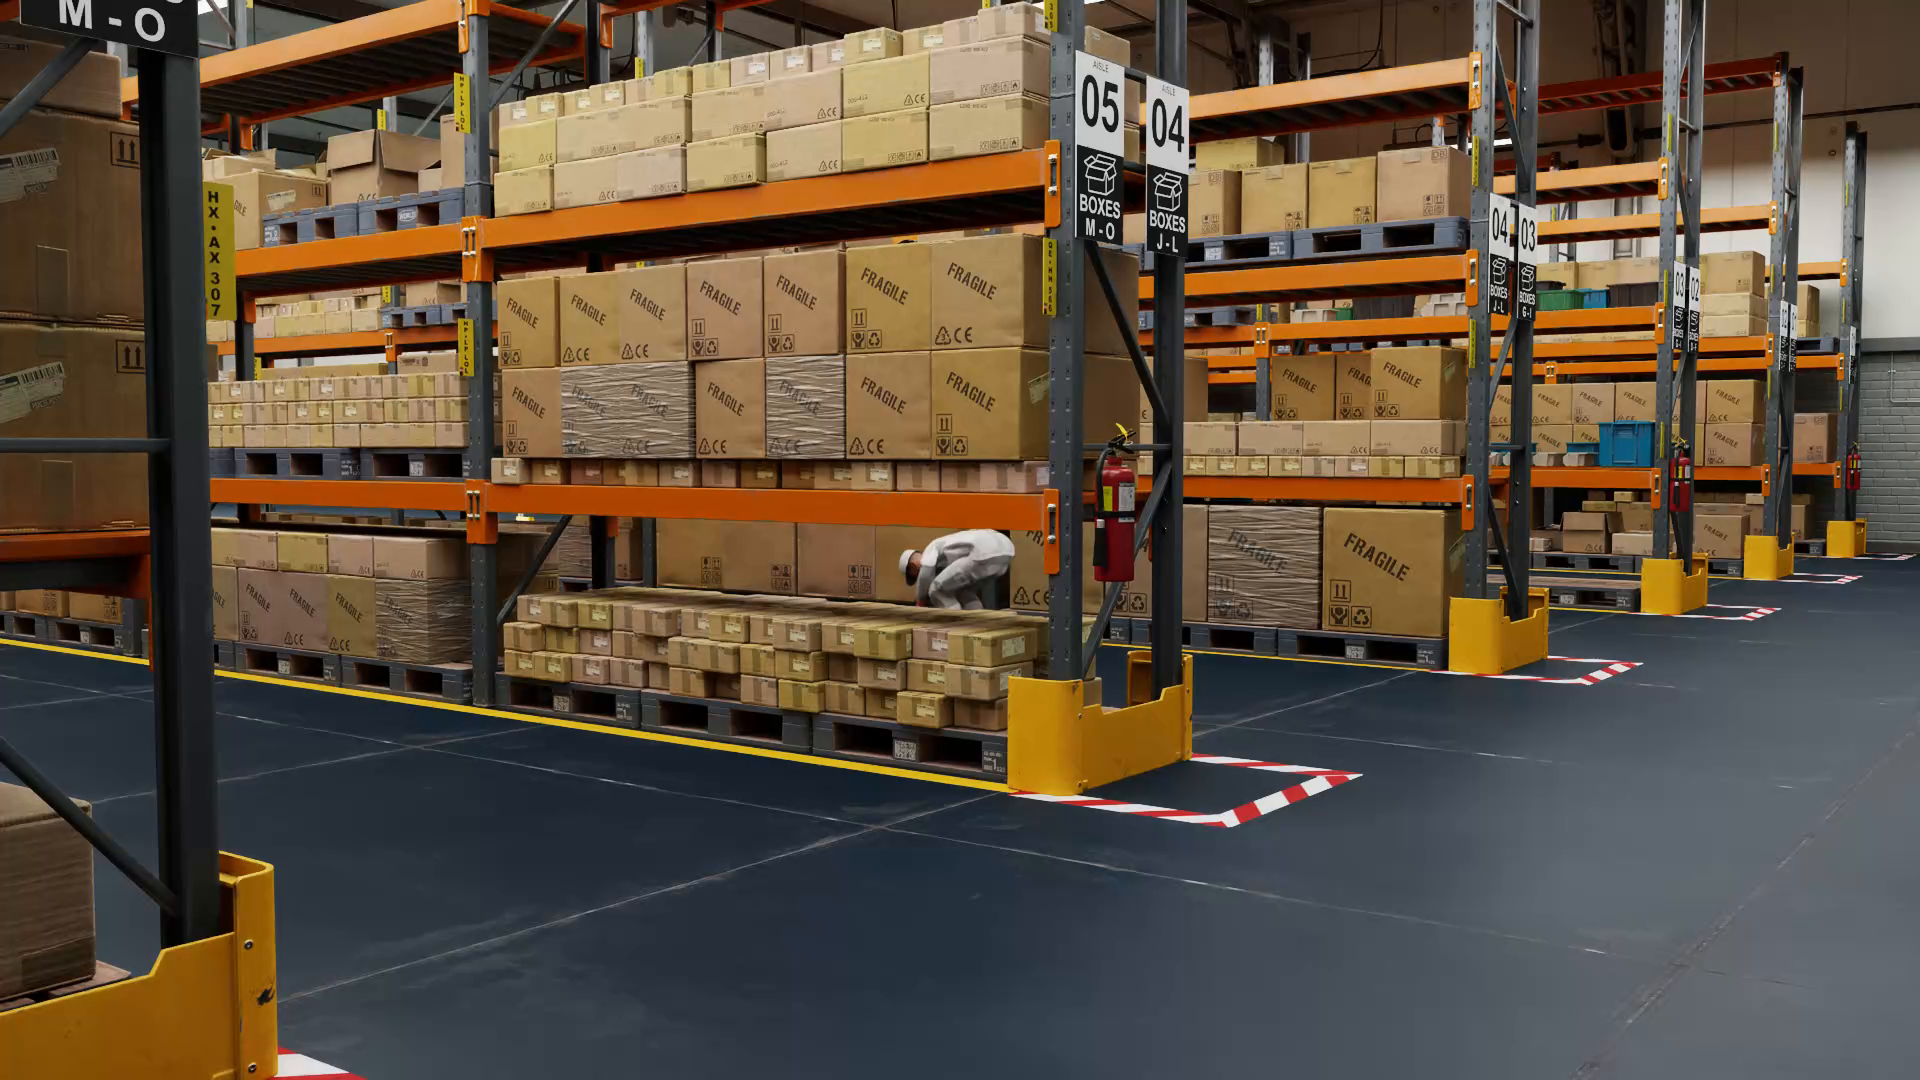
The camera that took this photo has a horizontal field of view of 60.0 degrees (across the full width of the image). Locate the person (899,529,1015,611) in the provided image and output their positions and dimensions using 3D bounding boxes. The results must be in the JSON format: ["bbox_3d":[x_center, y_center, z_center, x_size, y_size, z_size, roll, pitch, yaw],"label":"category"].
[{"bbox_3d":[-0.050,0.369,12.458,0.954,0.925,0.521,2,4,33],"label":"person"}]
